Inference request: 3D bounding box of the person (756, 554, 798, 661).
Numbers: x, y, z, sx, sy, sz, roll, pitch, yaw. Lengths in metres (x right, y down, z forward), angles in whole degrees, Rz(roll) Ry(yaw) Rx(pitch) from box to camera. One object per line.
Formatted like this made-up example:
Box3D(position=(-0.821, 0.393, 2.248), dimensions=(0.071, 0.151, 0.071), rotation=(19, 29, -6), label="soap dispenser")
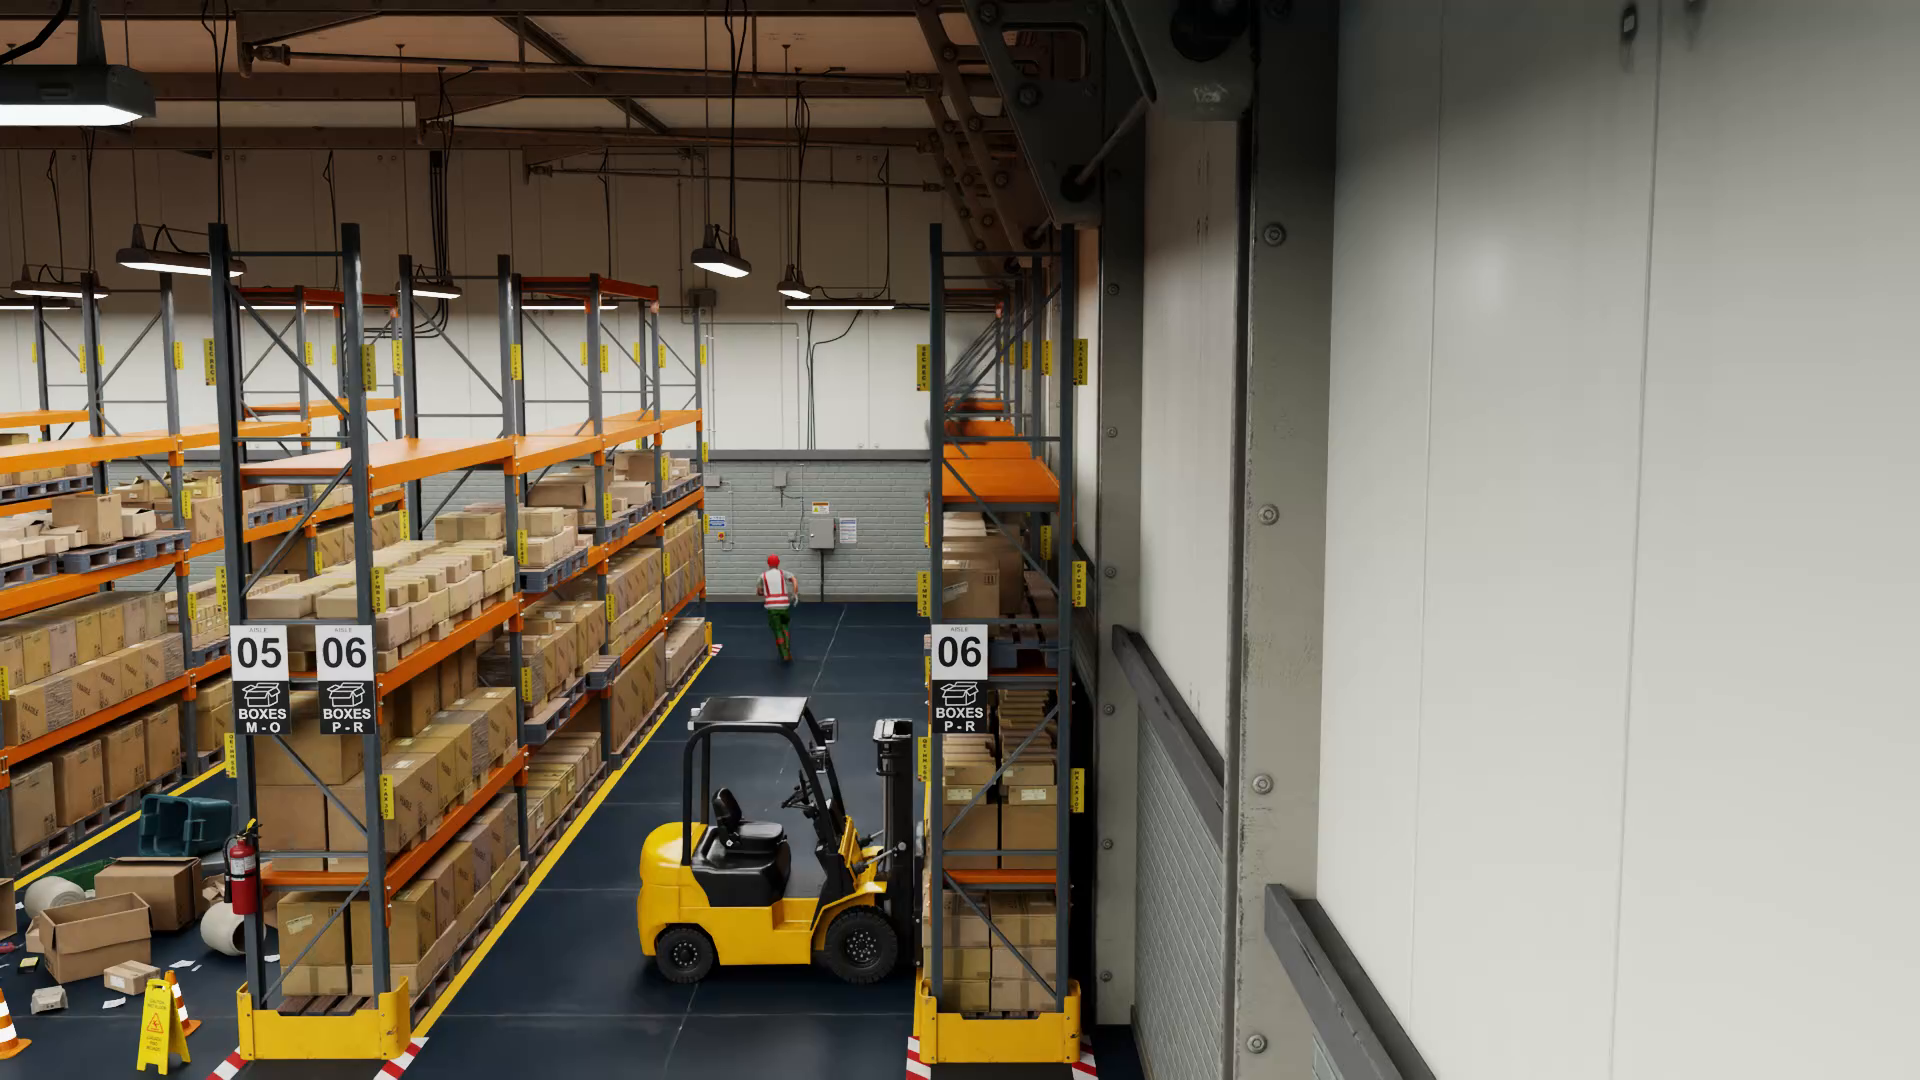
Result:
Box3D(position=(-2.991, 1.148, 27.200), dimensions=(0.647, 1.811, 0.819), rotation=(-2, 7, -14), label="person")
